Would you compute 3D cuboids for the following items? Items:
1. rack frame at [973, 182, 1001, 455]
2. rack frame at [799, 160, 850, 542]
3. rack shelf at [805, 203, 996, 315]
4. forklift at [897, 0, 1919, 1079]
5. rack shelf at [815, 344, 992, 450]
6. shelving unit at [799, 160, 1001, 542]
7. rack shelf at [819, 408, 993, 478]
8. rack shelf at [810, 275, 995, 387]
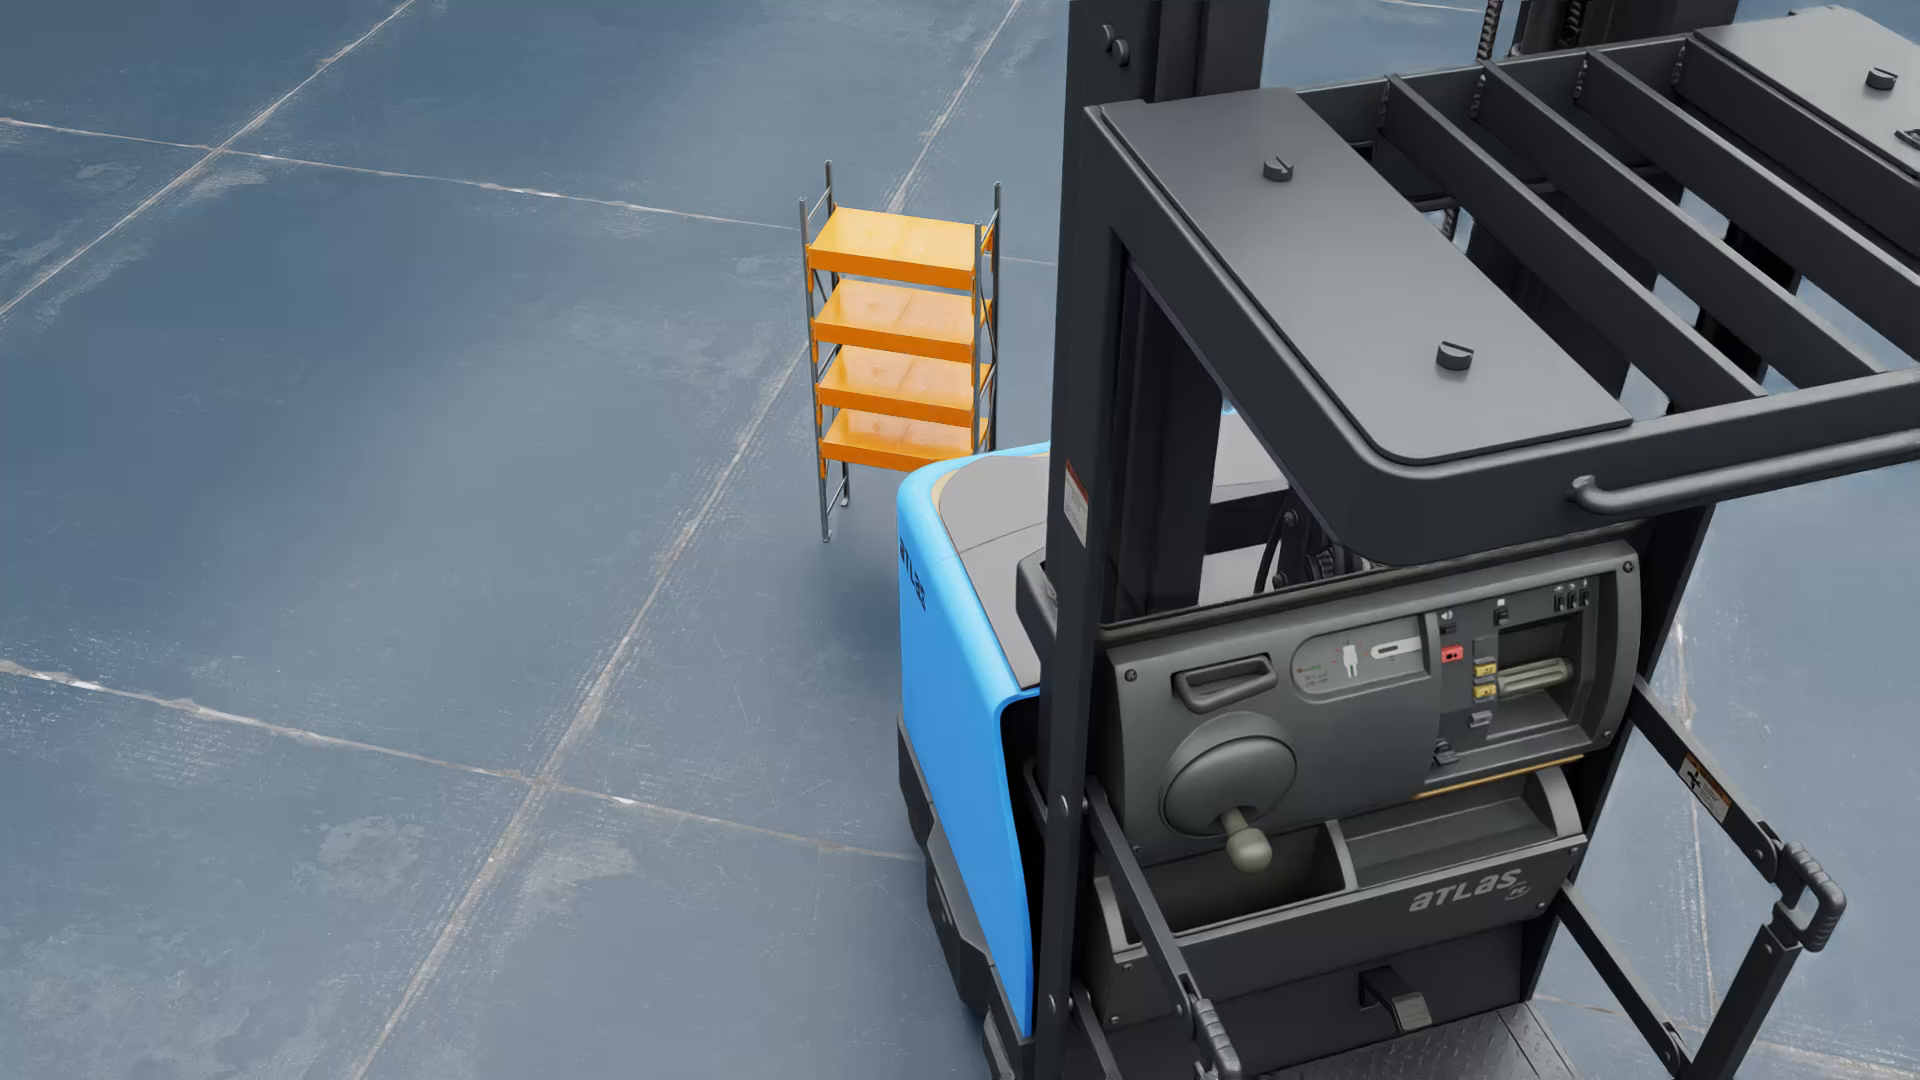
[{"bbox_3d":[0.076,-0.446,4.849,0.015,1.200,0.240,10,41,11],"label":"rack frame"},{"bbox_3d":[-0.396,-0.528,4.945,0.015,1.200,0.240,10,41,11],"label":"rack frame"},{"bbox_3d":[-0.160,-0.788,4.644,0.480,0.148,0.258,10,41,11],"label":"rack shelf"},{"bbox_3d":[0.755,0.352,2.552,1.130,2.935,3.031,-11,41,-13],"label":"forklift"},{"bbox_3d":[-0.160,-0.435,4.940,0.480,0.148,0.258,10,41,11],"label":"rack shelf"},{"bbox_3d":[-0.160,-0.487,4.897,0.503,1.200,0.258,10,41,11],"label":"shelving unit"},{"bbox_3d":[-0.160,-0.283,5.068,0.480,0.148,0.258,10,41,11],"label":"rack shelf"},{"bbox_3d":[-0.160,-0.607,4.796,0.480,0.148,0.258,10,41,11],"label":"rack shelf"}]
